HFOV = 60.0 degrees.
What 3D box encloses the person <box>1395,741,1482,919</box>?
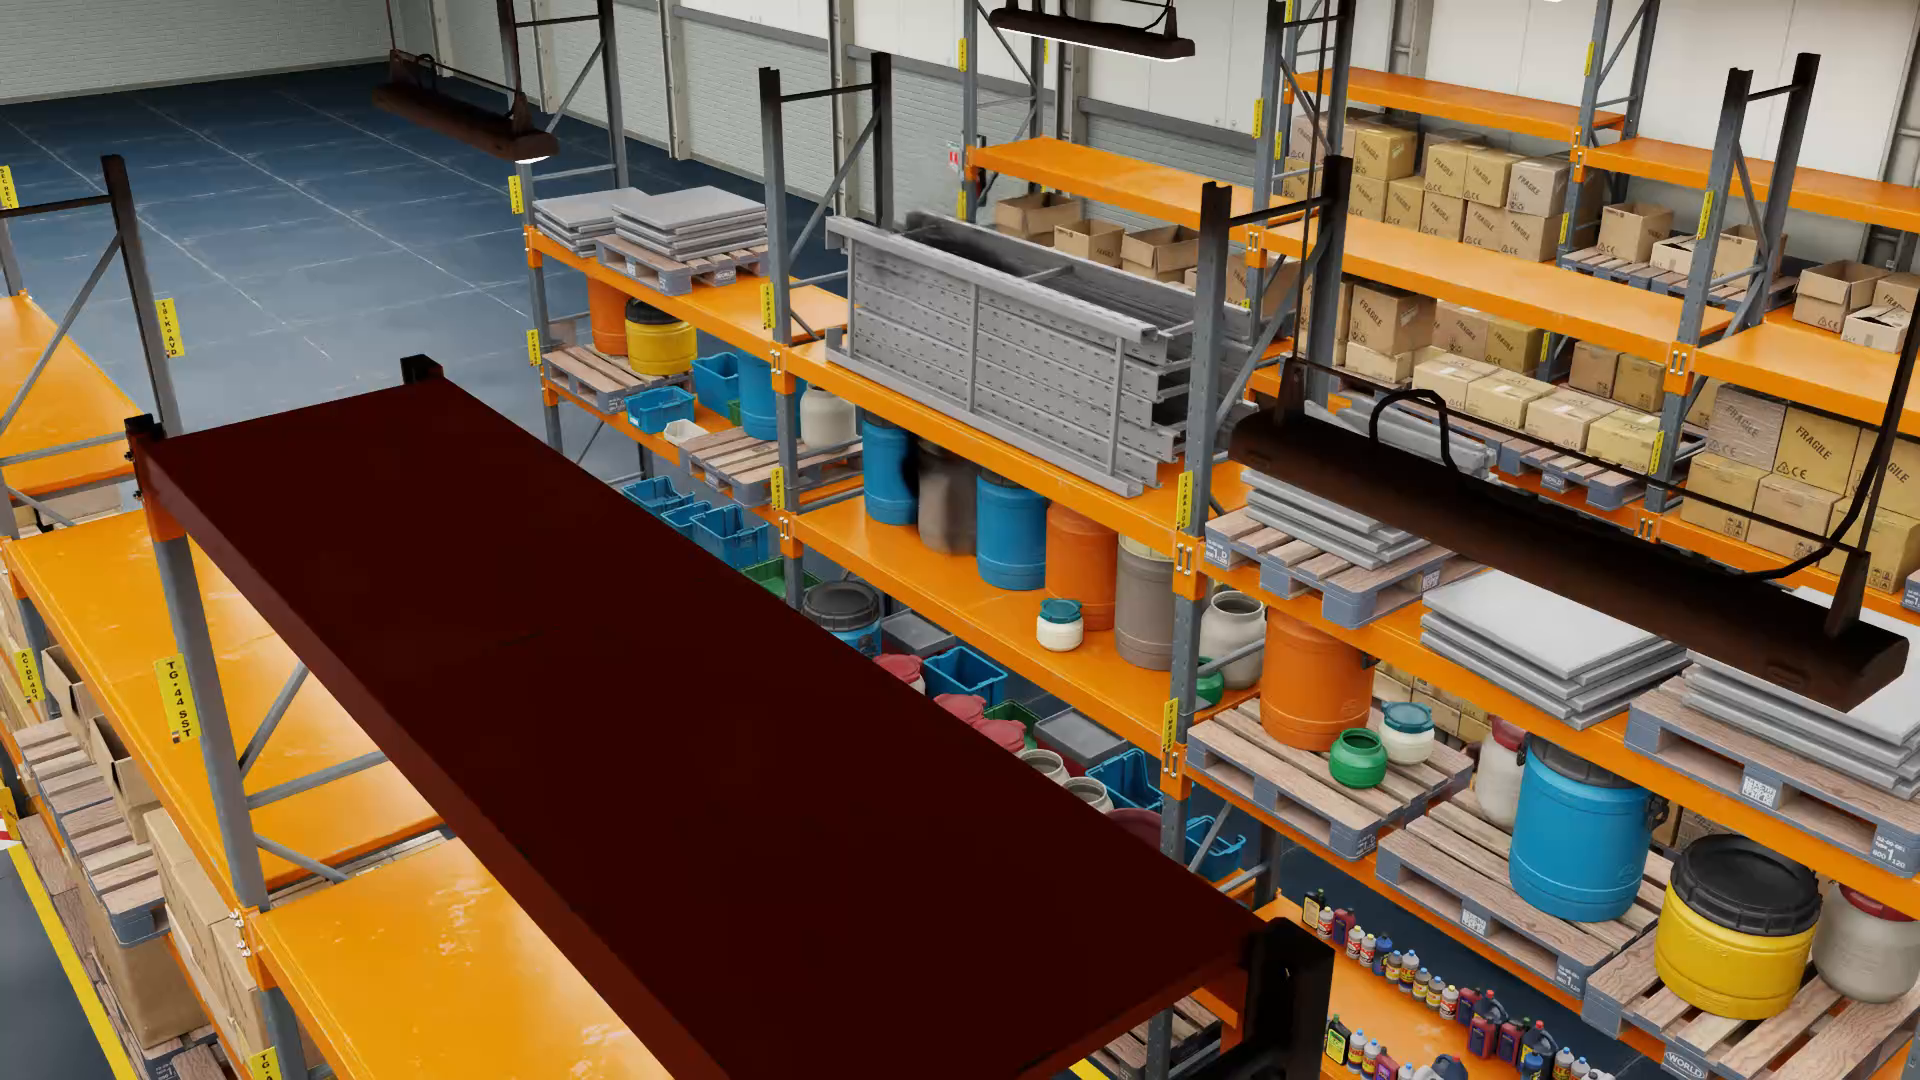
[{"bbox_3d":[3.587,2.150,11.913,0.582,1.645,0.914,-22,34,-38],"label":"person"}]
